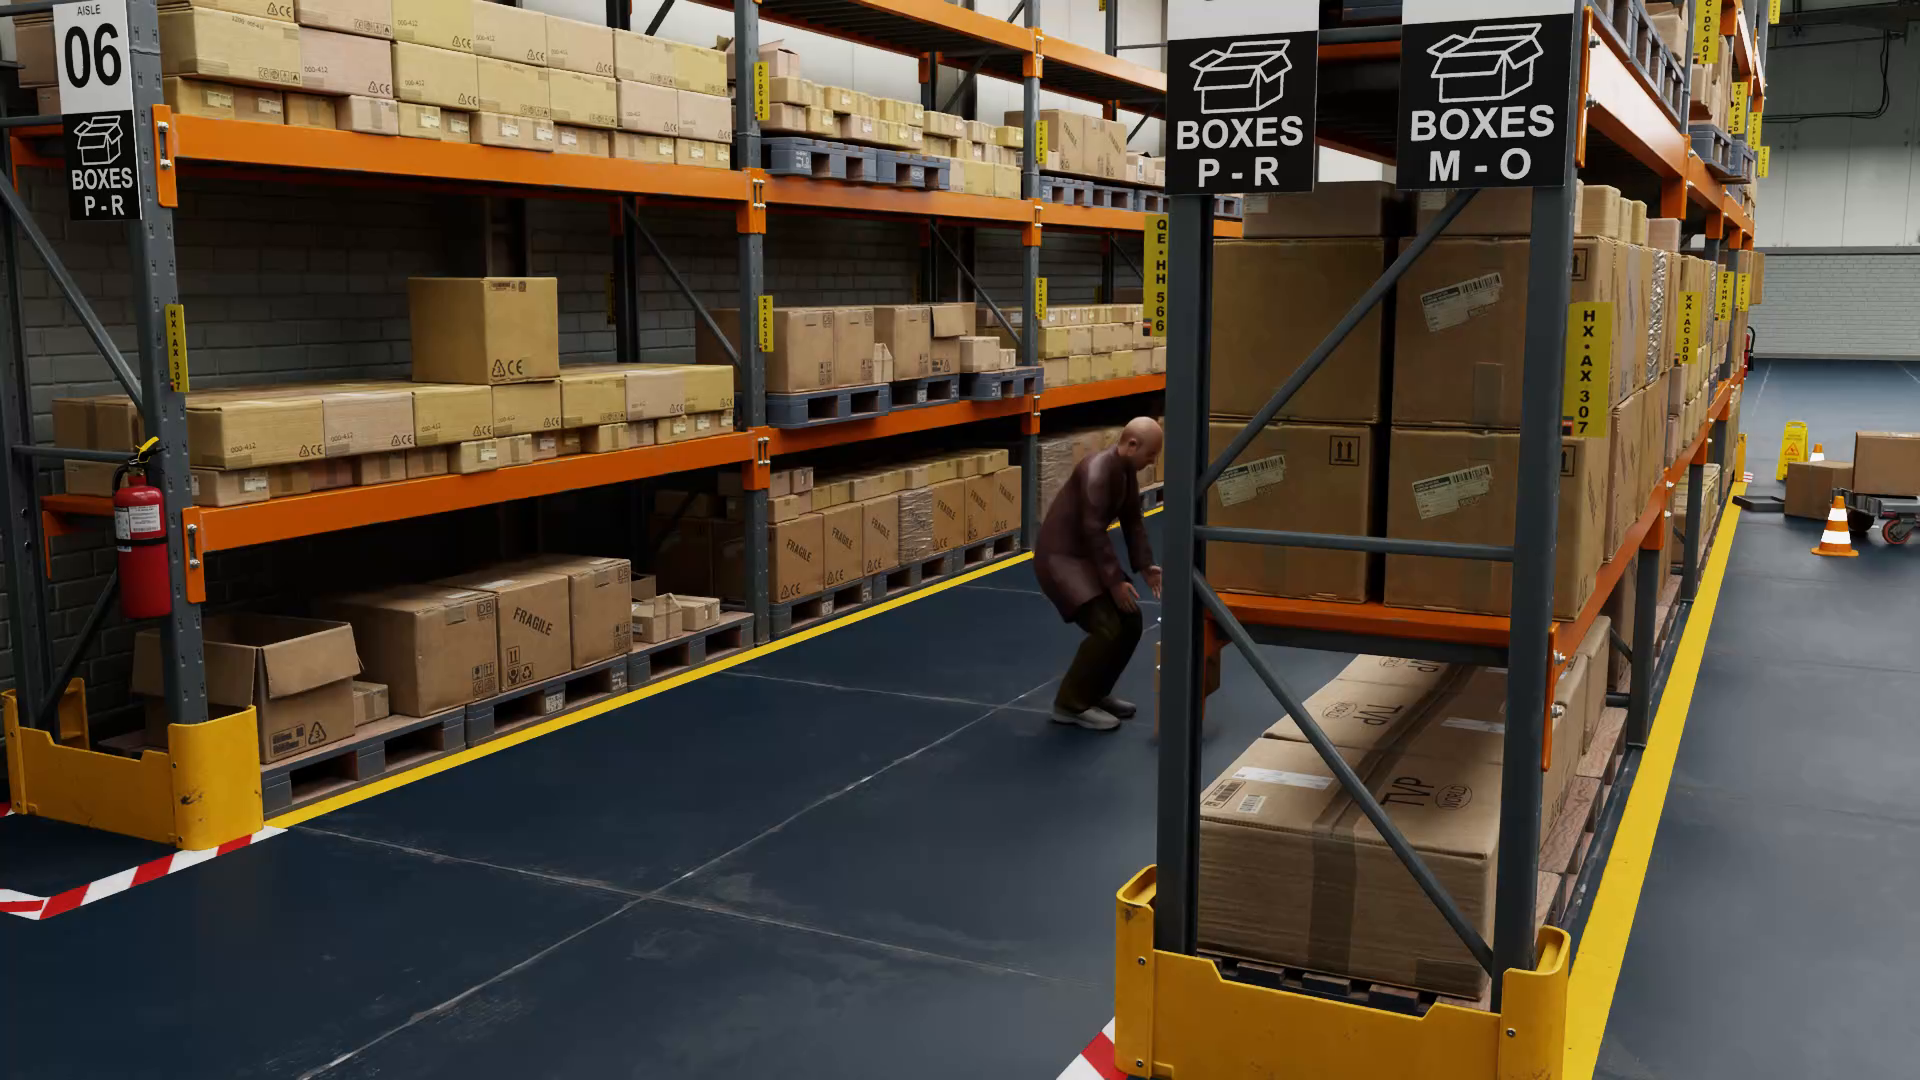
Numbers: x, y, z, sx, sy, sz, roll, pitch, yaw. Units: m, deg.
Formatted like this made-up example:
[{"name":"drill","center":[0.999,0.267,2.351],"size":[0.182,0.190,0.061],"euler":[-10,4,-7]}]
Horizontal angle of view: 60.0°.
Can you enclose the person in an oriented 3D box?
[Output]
[{"name":"person","center":[0.698,0.149,8.296],"size":[0.636,1.526,0.626],"euler":[4,10,26]}]
